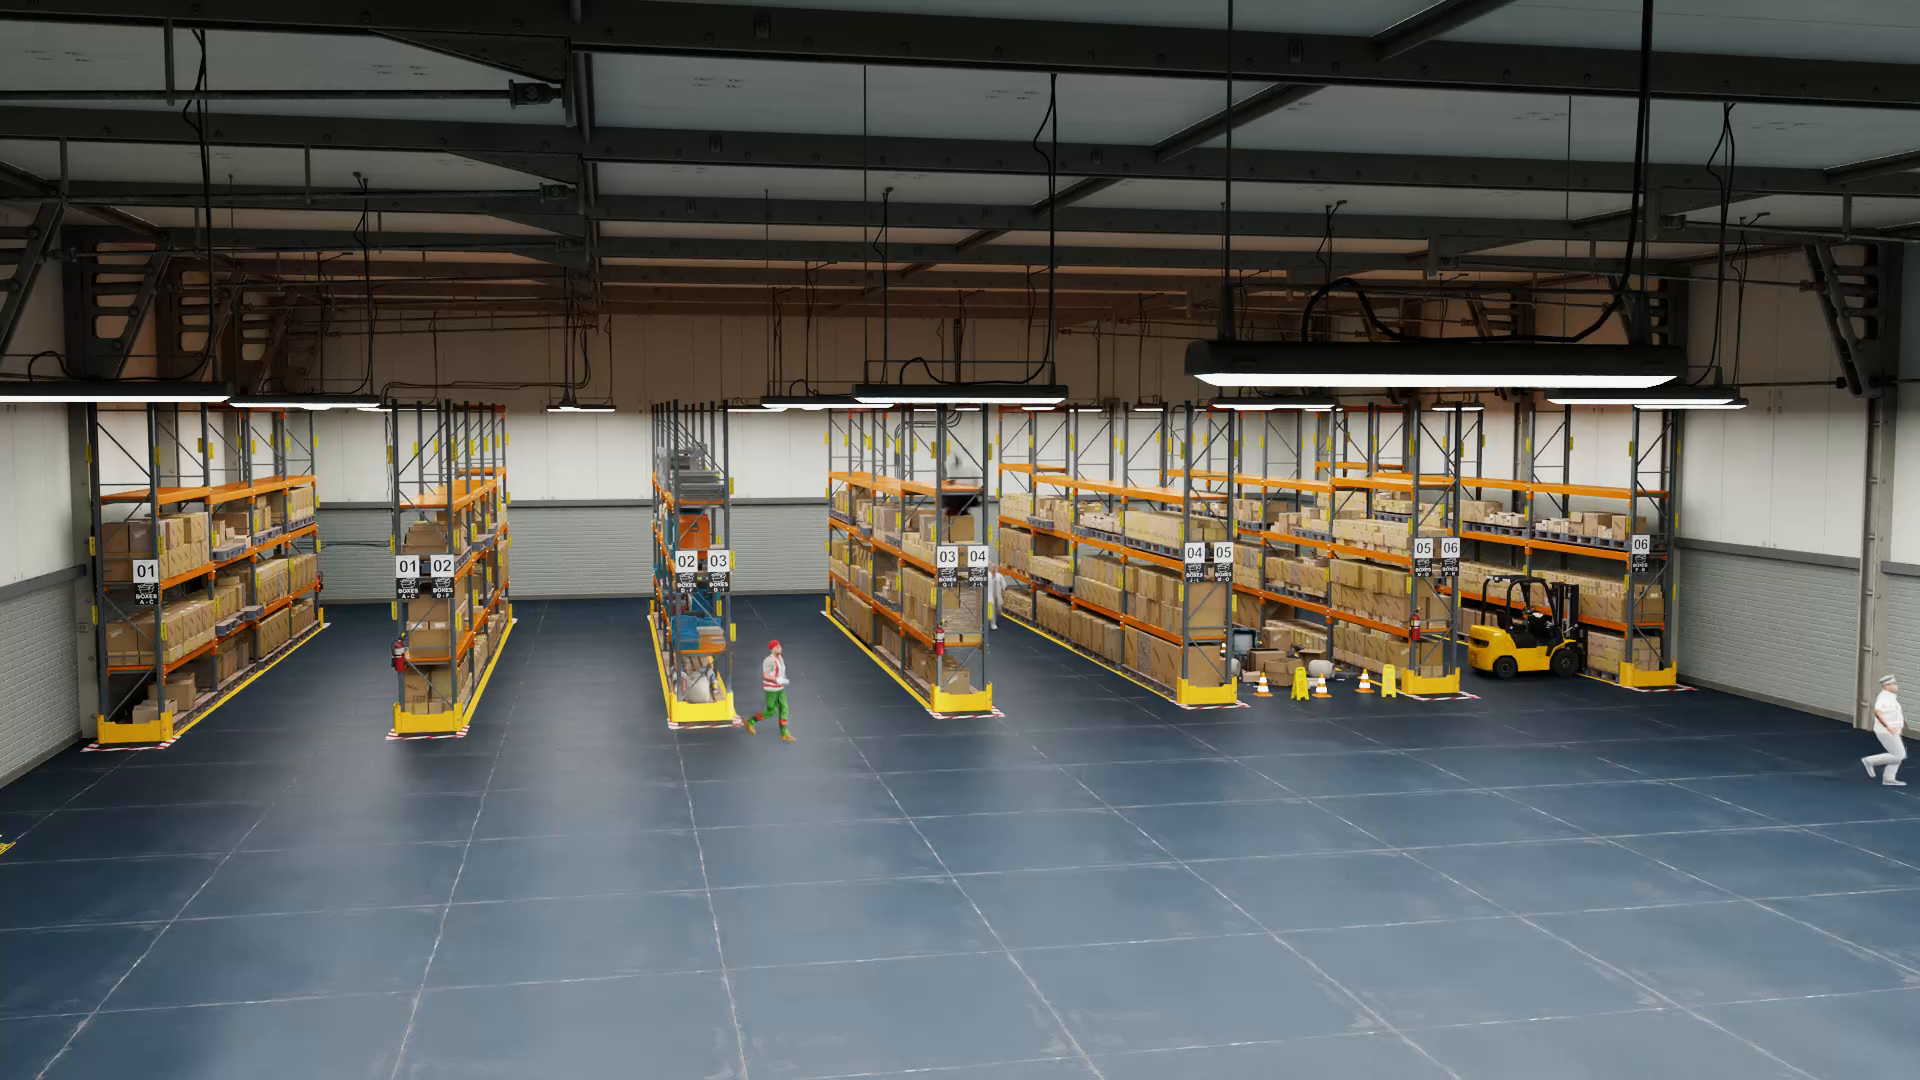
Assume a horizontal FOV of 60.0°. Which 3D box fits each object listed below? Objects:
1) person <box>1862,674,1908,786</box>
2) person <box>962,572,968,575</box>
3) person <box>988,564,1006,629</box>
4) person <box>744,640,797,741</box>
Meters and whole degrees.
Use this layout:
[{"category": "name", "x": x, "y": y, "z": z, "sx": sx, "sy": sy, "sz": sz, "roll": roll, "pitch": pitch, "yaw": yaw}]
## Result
[{"category": "person", "x": 14.280, "y": 2.922, "z": 25.653, "sx": 0.622, "sy": 1.734, "sz": 0.679, "roll": 2, "pitch": 5, "yaw": 28}, {"category": "person", "x": 0.194, "y": 1.425, "z": 46.926, "sx": 0.581, "sy": 1.577, "sz": 0.772, "roll": 0, "pitch": 4, "yaw": -4}, {"category": "person", "x": 0.884, "y": 1.499, "z": 44.581, "sx": 0.741, "sy": 1.735, "sz": 0.791, "roll": -1, "pitch": 4, "yaw": -13}, {"category": "person", "x": -3.305, "y": 2.637, "z": 29.231, "sx": 0.940, "sy": 1.784, "sz": 0.667, "roll": 2, "pitch": 5, "yaw": 21}]
